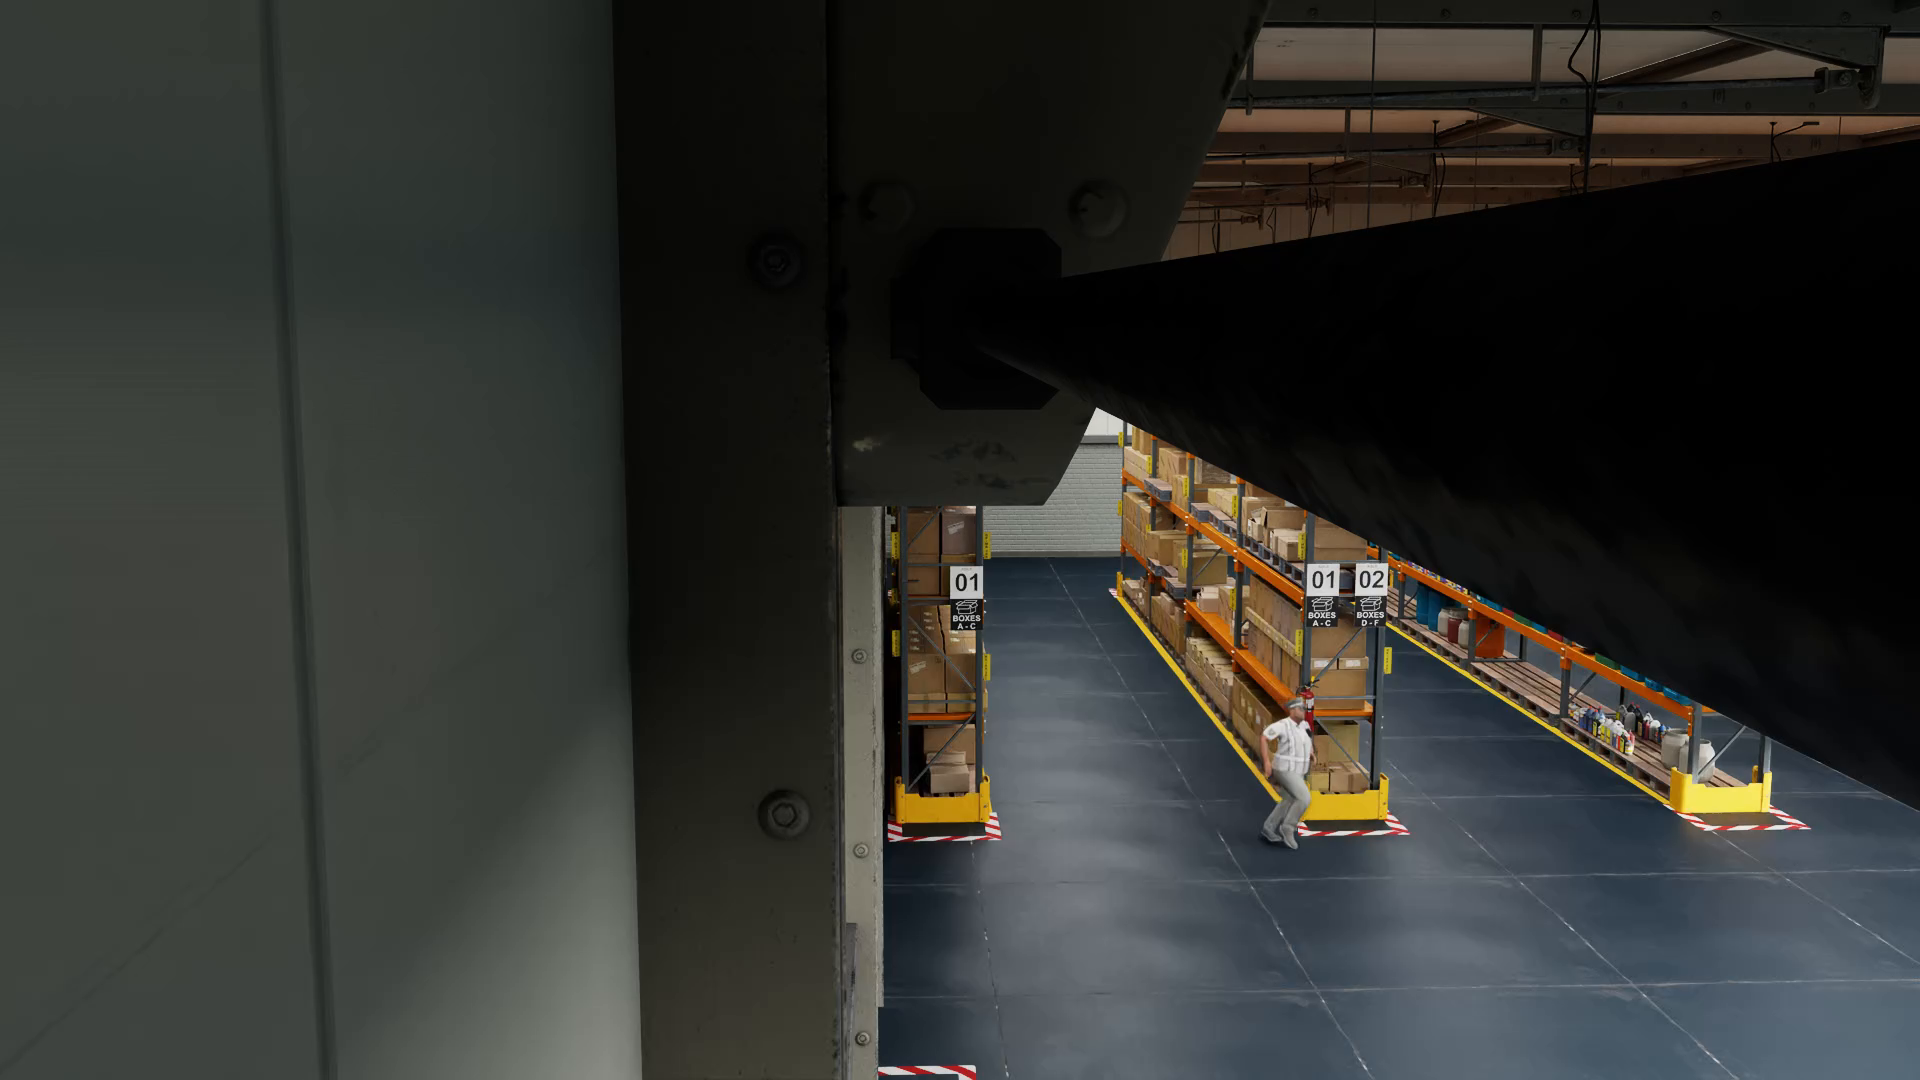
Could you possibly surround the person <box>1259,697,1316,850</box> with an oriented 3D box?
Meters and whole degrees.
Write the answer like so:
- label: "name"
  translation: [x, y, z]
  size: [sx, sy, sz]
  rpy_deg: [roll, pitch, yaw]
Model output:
- label: "person"
  translation: [3.946, 2.714, 19.642]
  size: [0.663, 1.735, 0.665]
  rpy_deg: [-8, 11, -44]
